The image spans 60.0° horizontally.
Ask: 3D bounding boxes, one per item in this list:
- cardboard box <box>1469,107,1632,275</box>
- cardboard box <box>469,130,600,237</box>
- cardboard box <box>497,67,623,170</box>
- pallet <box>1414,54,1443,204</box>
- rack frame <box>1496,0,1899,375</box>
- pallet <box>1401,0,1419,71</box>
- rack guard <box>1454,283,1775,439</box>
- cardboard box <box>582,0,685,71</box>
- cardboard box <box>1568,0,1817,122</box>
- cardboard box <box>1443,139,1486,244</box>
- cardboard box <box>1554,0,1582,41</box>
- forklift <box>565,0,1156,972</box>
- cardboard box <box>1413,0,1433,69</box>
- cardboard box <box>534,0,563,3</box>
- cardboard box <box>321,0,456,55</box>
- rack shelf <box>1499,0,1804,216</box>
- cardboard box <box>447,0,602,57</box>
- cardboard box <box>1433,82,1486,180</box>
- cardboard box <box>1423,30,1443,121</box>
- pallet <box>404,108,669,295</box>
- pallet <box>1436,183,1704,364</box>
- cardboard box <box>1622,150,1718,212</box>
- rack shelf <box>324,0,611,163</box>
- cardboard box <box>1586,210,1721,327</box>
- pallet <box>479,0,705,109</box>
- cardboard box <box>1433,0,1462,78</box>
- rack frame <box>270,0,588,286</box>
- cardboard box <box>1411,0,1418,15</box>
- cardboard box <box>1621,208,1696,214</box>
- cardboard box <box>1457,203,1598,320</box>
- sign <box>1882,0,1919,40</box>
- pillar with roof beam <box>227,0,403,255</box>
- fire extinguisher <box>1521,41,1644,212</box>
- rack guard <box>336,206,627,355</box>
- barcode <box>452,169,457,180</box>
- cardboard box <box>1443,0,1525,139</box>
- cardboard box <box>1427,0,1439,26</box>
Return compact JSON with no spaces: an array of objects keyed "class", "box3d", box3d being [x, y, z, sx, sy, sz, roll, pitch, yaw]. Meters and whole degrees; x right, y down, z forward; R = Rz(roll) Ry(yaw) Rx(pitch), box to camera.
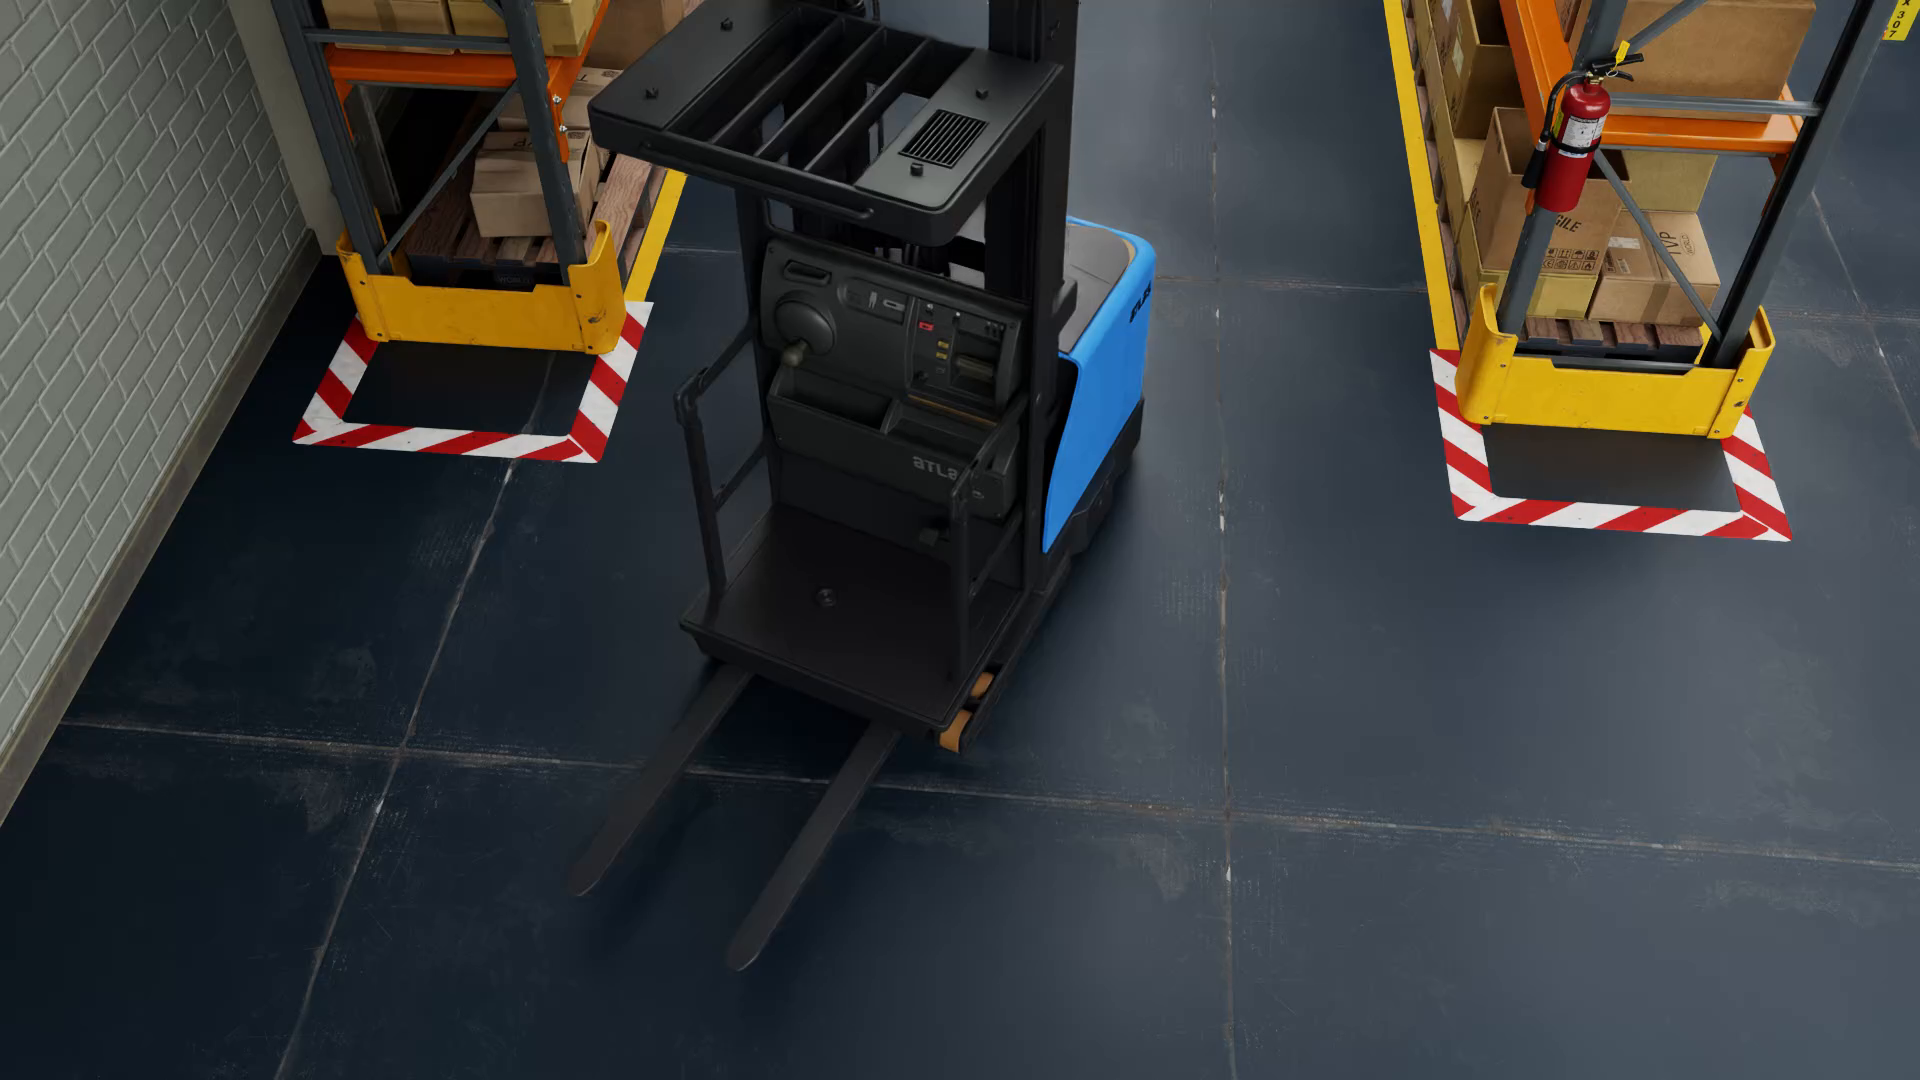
[{"class":"cardboard box","box3d":[2.537,-1.510,7.195,0.500,0.500,0.500,4,48,4]},{"class":"cardboard box","box3d":[-1.996,-1.703,7.824,0.500,0.311,0.500,-1,48,-1]},{"class":"cardboard box","box3d":[-1.944,-2.121,8.207,0.500,0.311,0.500,7,48,7]},{"class":"pallet","box3d":[2.926,-2.146,8.596,1.003,0.211,1.213,4,48,4]},{"class":"rack frame","box3d":[2.785,-1.629,6.233,1.000,3.000,0.127,4,48,4]},{"class":"pallet","box3d":[3.035,-3.045,9.418,1.003,0.211,1.213,4,48,4]},{"class":"rack guard","box3d":[2.782,-0.767,7.139,1.175,0.500,0.348,4,48,4]},{"class":"cardboard box","box3d":[-1.828,-2.721,8.628,0.700,0.500,0.500,1,48,1]},{"class":"cardboard box","box3d":[2.840,-2.005,6.509,0.700,0.500,0.500,4,48,4]},{"class":"cardboard box","box3d":[2.573,-1.625,7.808,0.500,0.250,0.500,4,48,4]},{"class":"cardboard box","box3d":[2.883,-2.391,6.862,0.700,0.500,0.500,5,48,5]},{"class":"forklift","box3d":[-0.331,-0.592,5.331,1.130,2.935,3.031,20,51,17]},{"class":"cardboard box","box3d":[2.704,-2.727,8.816,0.500,0.250,0.500,4,48,4]},{"class":"cardboard box","box3d":[-1.806,-2.499,6.609,0.500,0.500,0.500,4,48,4]},{"class":"cardboard box","box3d":[-2.299,-2.272,6.909,0.500,0.250,0.500,4,48,4]},{"class":"rack shelf","box3d":[2.967,-2.856,7.842,1.077,0.370,4.000,4,48,4]},{"class":"cardboard box","box3d":[-1.788,-2.252,6.891,0.500,0.250,0.500,3,48,2]},{"class":"cardboard box","box3d":[2.617,-1.992,8.144,0.500,0.250,0.500,4,48,4]},{"class":"cardboard box","box3d":[2.664,-2.359,8.480,0.500,0.250,0.500,4,48,4]},{"class":"pallet","box3d":[-2.033,-1.668,8.159,1.003,0.211,1.213,4,48,4]},{"class":"pallet","box3d":[2.813,-1.252,7.778,1.003,0.211,1.213,4,48,4]},{"class":"cardboard box","box3d":[3.099,-1.842,7.499,0.500,0.500,0.500,4,48,4]},{"class":"rack shelf","box3d":[-1.967,-3.186,8.145,1.077,0.370,4.000,4,48,4]},{"class":"cardboard box","box3d":[3.055,-1.222,7.439,0.500,0.250,0.500,4,48,4]},{"class":"pallet","box3d":[-1.919,-2.563,8.977,1.003,0.211,1.213,4,48,4]},{"class":"cardboard box","box3d":[2.661,-2.613,8.203,0.500,0.500,0.500,4,48,4]},{"class":"rack frame","box3d":[-2.149,-1.959,6.535,1.000,3.000,0.127,4,48,4]},{"class":"cardboard box","box3d":[2.754,-3.094,9.152,0.500,0.250,0.500,4,48,4]},{"class":"cardboard box","box3d":[3.097,-1.589,7.776,0.500,0.250,0.500,4,48,4]},{"class":"cardboard box","box3d":[2.539,-1.256,7.471,0.500,0.250,0.500,4,48,4]},{"class":"sign","box3d":[3.337,-1.906,5.846,0.100,0.325,0.005,4,48,4]},{"class":"pillar with roof beam","box3d":[1.341,-4.267,4.580,9.100,9.000,0.400,4,48,4]},{"class":"fire extinguisher","box3d":[2.311,-1.547,6.211,0.296,0.674,0.183,4,48,4]},{"class":"rack guard","box3d":[-2.142,-1.171,7.508,1.175,0.500,0.348,4,48,4]},{"class":"barcode","box3d":[-2.393,-1.746,7.858,0.001,0.075,0.075,4,48,4]},{"class":"cardboard box","box3d":[2.614,-2.245,7.868,0.500,0.500,0.500,4,48,4]},{"class":"cardboard box","box3d":[2.704,-2.980,8.540,0.500,0.500,0.500,4,48,4]}]
